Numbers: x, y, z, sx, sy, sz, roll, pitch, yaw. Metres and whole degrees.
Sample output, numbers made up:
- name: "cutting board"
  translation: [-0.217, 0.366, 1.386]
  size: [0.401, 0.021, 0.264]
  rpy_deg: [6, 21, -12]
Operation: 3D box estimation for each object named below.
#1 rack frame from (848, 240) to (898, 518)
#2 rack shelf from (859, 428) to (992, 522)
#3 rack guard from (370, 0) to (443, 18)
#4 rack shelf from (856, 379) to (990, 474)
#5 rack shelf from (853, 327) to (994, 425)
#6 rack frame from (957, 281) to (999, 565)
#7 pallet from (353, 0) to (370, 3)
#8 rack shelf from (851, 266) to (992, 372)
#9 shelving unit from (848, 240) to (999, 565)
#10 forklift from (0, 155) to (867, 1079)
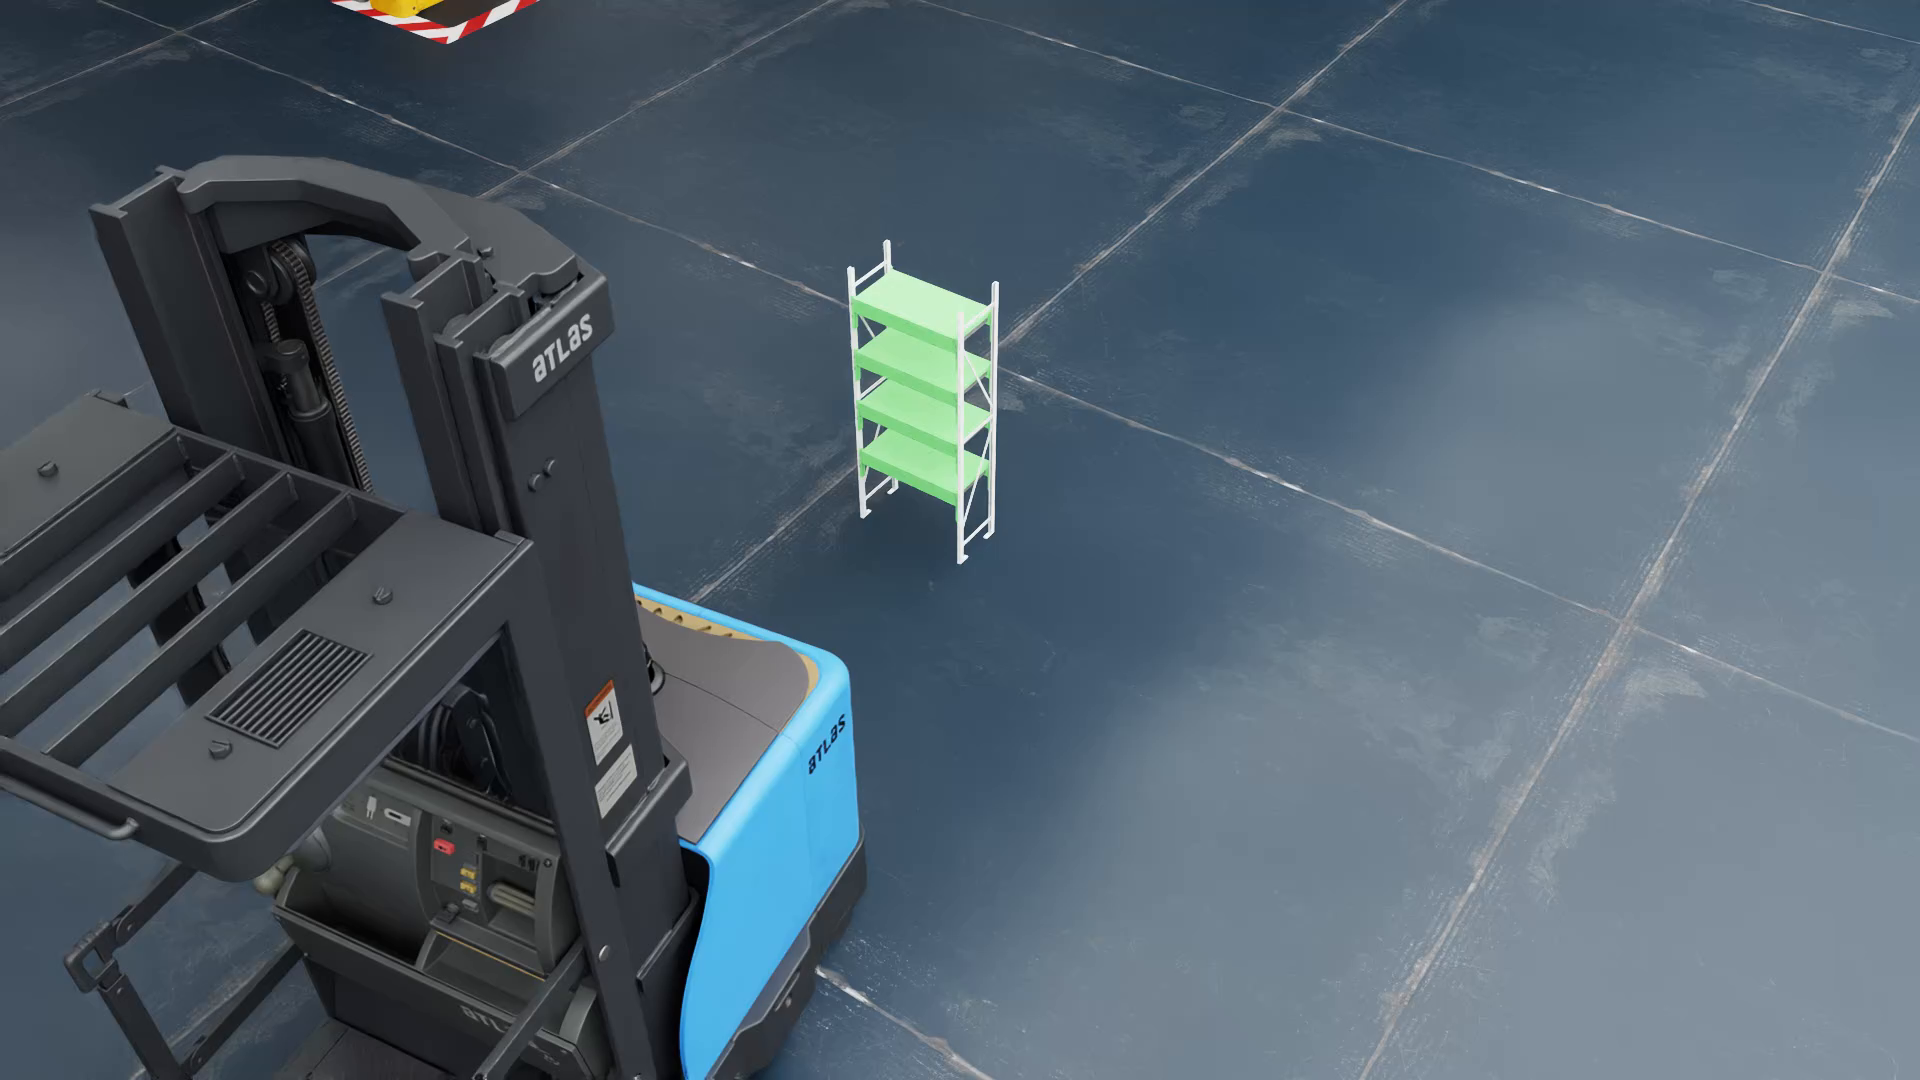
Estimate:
- name: "rack frame"
  translation: [-0.335, -0.604, 6.525]
  size: [0.015, 1.200, 0.240]
  rpy_deg: [25, 48, 25]
- name: "rack shelf"
  translation: [-0.136, -0.284, 6.623]
  size: [0.480, 0.148, 0.258]
  rpy_deg: [25, 48, 25]
- name: "rack guard"
  translation: [-3.279, -3.818, 10.642]
  size: [0.348, 0.500, 1.175]
  rpy_deg: [25, 48, 25]
- name: "rack shelf"
  translation: [-0.136, -0.463, 6.463]
  size: [0.480, 0.148, 0.258]
  rpy_deg: [25, 48, 25]
- name: "rack shelf"
  translation: [-0.136, -0.642, 6.303]
  size: [0.480, 0.148, 0.258]
  rpy_deg: [25, 48, 25]
- name: "rack frame"
  translation: [0.064, -0.417, 6.316]
  size: [0.015, 1.200, 0.240]
  rpy_deg: [25, 48, 25]
- name: "pallet"
  translation: [-3.999, -3.983, 11.043]
  size: [1.213, 0.211, 1.003]
  rpy_deg: [25, 48, 25]
- name: "rack shelf"
  translation: [-0.136, -0.821, 6.143]
  size: [0.480, 0.148, 0.258]
  rpy_deg: [25, 48, 25]
- name: "shelving unit"
  translation: [-0.136, -0.511, 6.421]
  size: [0.503, 1.200, 0.258]
  rpy_deg: [25, 48, 25]
- name: "forklift"
  translation: [-1.392, 0.796, 3.662]
  size: [1.130, 2.935, 3.031]
  rpy_deg: [18, 45, 19]
